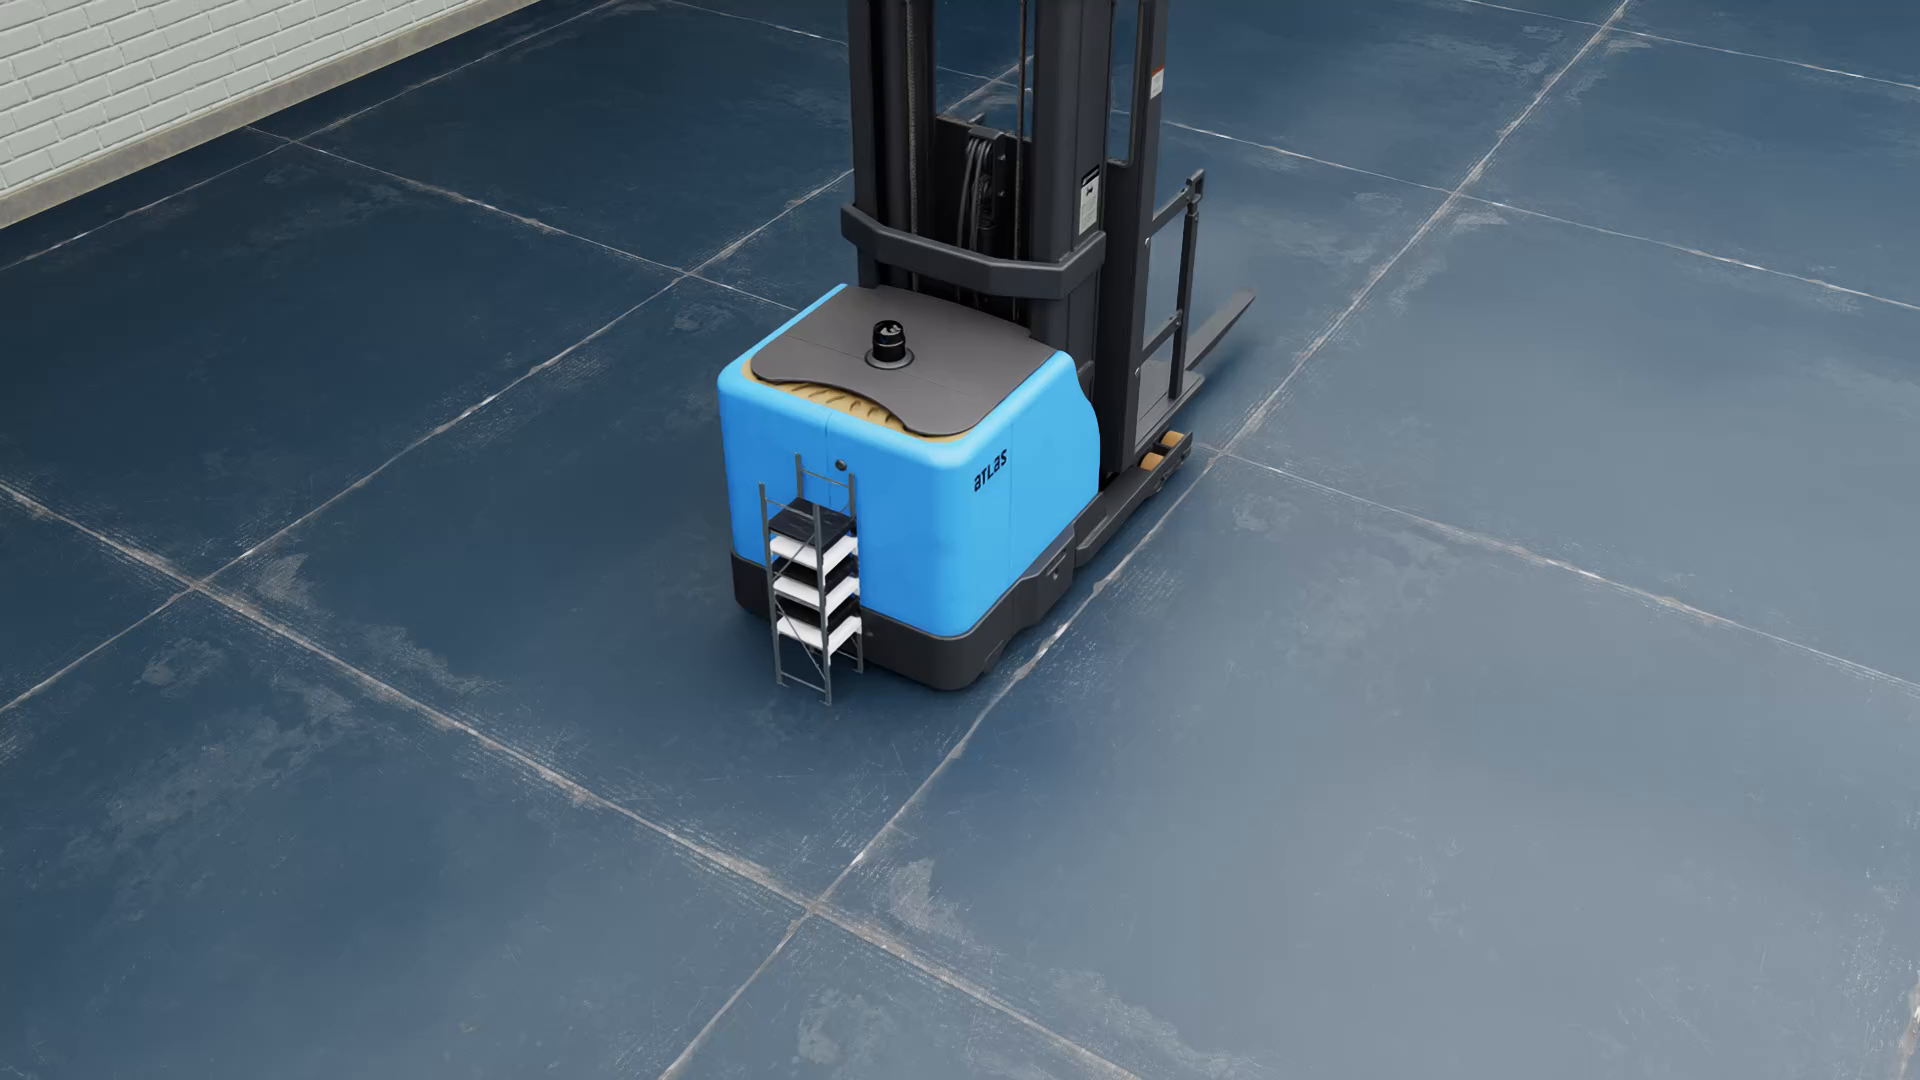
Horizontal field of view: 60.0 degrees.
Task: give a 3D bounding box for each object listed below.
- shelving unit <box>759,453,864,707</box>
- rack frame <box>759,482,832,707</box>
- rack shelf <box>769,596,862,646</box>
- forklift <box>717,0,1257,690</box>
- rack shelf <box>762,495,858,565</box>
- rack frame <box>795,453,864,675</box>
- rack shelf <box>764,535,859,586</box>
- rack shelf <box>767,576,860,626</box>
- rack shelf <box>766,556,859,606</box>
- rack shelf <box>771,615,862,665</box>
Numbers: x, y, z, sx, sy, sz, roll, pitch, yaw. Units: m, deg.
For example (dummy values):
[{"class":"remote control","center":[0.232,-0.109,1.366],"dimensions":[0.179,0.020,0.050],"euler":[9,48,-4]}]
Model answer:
[{"class":"shelving unit","center":[-0.511,0.151,5.817],"dimensions":[0.258,0.900,0.210],"euler":[21,42,24]},{"class":"rack frame","center":[-0.565,0.204,5.748],"dimensions":[0.240,0.900,0.006],"euler":[21,42,24]},{"class":"rack shelf","center":[-0.511,0.249,5.892],"dimensions":[0.258,0.077,0.200],"euler":[21,42,24]},{"class":"forklift","center":[0.339,-1.497,6.292],"dimensions":[1.130,2.935,3.031],"euler":[21,42,24]},{"class":"rack shelf","center":[-0.511,-0.036,5.672],"dimensions":[0.258,0.077,0.200],"euler":[21,42,24]},{"class":"rack frame","center":[-0.458,0.098,5.885],"dimensions":[0.240,0.900,0.006],"euler":[21,42,24]},{"class":"rack shelf","center":[-0.511,0.035,5.727],"dimensions":[0.258,0.077,0.200],"euler":[21,42,24]},{"class":"rack shelf","center":[-0.511,0.178,5.837],"dimensions":[0.258,0.077,0.200],"euler":[21,42,24]},{"class":"rack shelf","center":[-0.511,0.106,5.782],"dimensions":[0.258,0.077,0.200],"euler":[21,42,24]},{"class":"rack shelf","center":[-0.511,0.320,5.947],"dimensions":[0.258,0.077,0.200],"euler":[21,42,24]}]
